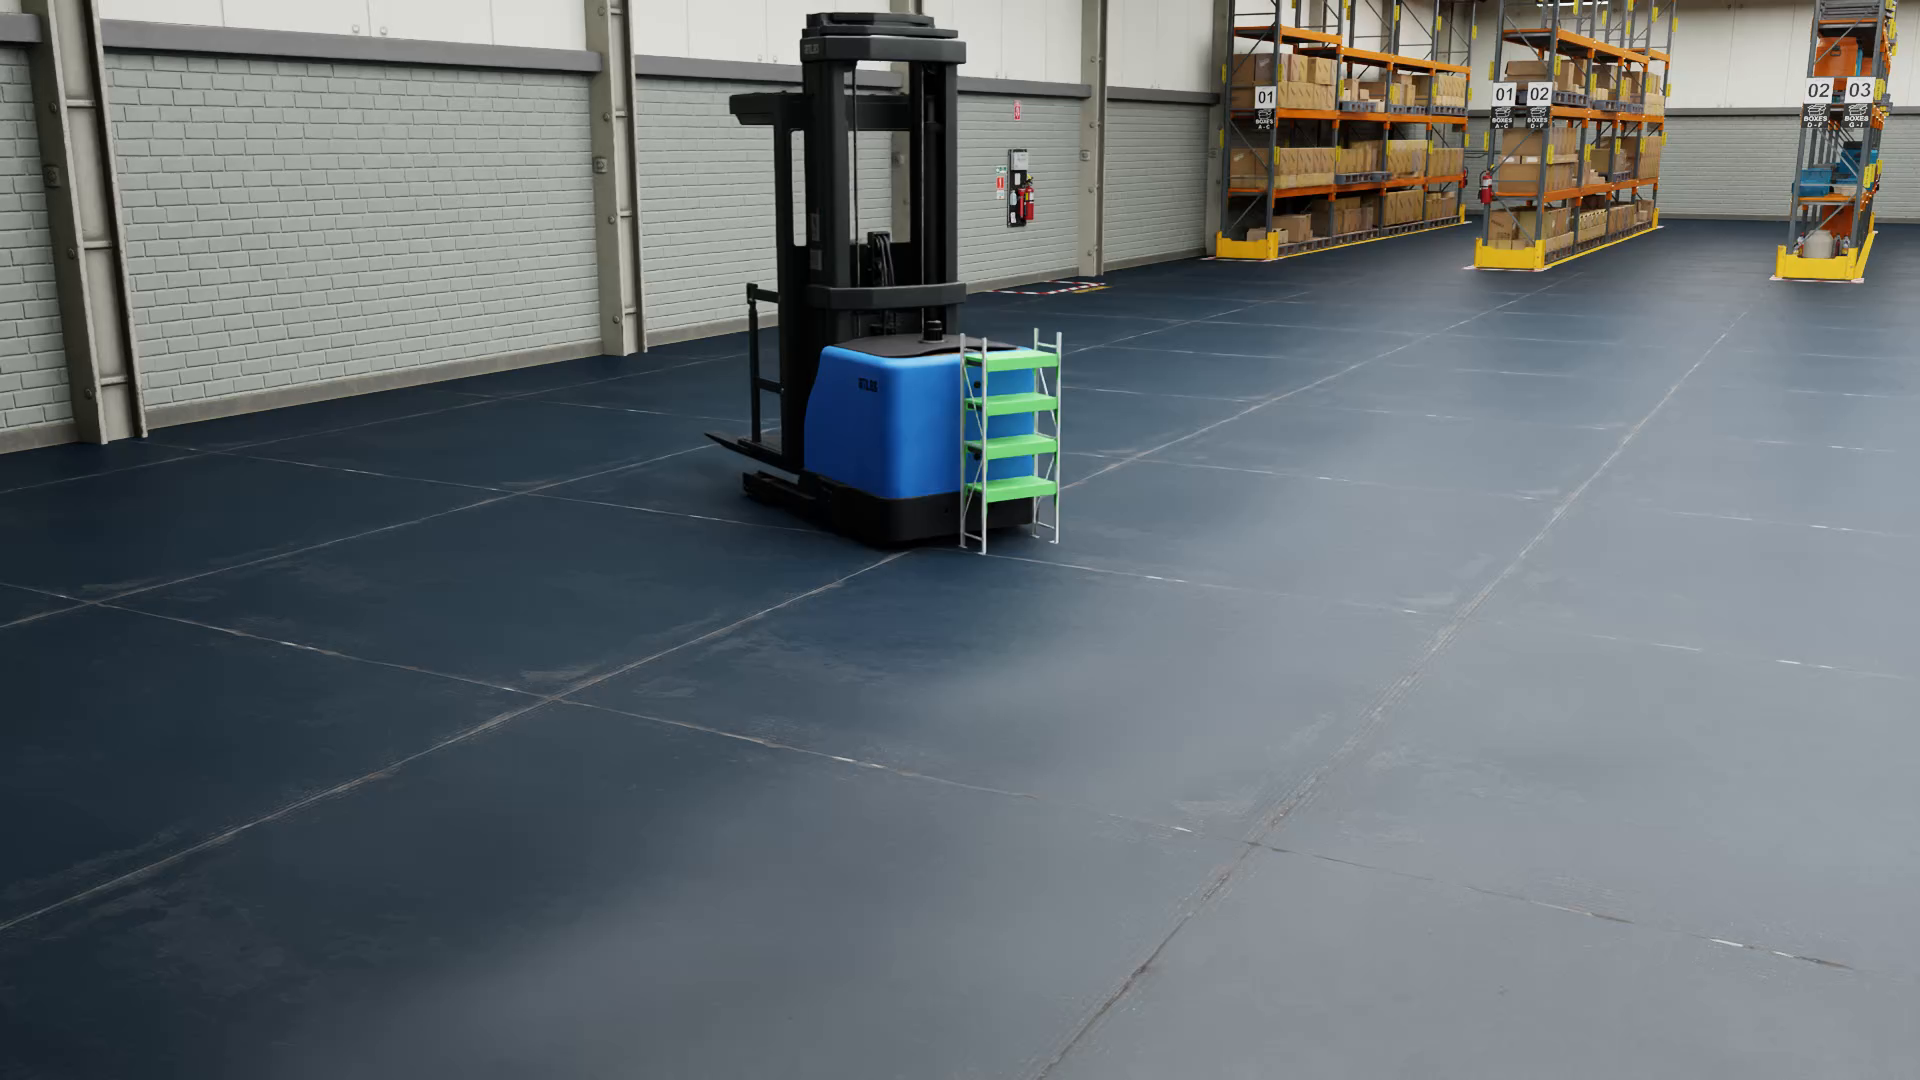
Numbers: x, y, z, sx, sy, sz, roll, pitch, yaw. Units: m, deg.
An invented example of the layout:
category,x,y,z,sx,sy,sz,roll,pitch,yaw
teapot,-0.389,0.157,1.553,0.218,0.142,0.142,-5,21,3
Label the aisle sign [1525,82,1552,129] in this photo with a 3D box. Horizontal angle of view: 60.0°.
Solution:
category,x,y,z,sx,sy,sz,roll,pitch,yaw
aisle sign,10.092,-7.573,29.001,0.394,0.787,0.004,7,15,28

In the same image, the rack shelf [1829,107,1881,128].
category,x,y,z,sx,sy,sz,roll,pitch,yaw
rack shelf,17.090,-8.135,32.013,1.077,0.370,4.000,7,15,28

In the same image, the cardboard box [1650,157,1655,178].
category,x,y,z,sx,sy,sz,roll,pitch,yaw
cardboard box,17.118,-9.358,41.735,0.500,0.500,0.500,8,15,28

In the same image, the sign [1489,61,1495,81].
category,x,y,z,sx,sy,sz,roll,pitch,yaw
sign,9.387,-8.272,29.326,0.100,0.325,0.005,7,15,28

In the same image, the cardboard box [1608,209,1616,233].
category,x,y,z,sx,sy,sz,roll,pitch,yaw
cardboard box,14.193,-7.059,36.808,0.500,0.500,0.500,8,16,30

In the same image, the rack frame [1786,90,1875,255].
category,x,y,z,sx,sy,sz,roll,pitch,yaw
rack frame,14.190,-5.796,27.174,1.000,3.000,0.127,7,15,28

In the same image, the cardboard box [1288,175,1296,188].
category,x,y,z,sx,sy,sz,roll,pitch,yaw
cardboard box,6.270,-7.027,32.560,0.500,0.250,0.500,7,15,26

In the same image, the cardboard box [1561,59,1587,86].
category,x,y,z,sx,sy,sz,roll,pitch,yaw
cardboard box,12.122,-9.255,32.945,0.500,0.500,0.500,8,15,29

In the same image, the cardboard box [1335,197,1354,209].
category,x,y,z,sx,sy,sz,roll,pitch,yaw
cardboard box,8.507,-7.553,37.259,0.500,0.250,0.500,7,15,28

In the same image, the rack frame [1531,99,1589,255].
category,x,y,z,sx,sy,sz,roll,pitch,yaw
rack frame,11.789,-7.178,32.909,1.000,3.000,0.127,7,15,28

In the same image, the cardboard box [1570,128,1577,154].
category,x,y,z,sx,sy,sz,roll,pitch,yaw
cardboard box,11.580,-7.766,32.365,0.700,0.500,0.500,7,15,28

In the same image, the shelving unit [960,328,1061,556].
category,x,y,z,sx,sy,sz,roll,pitch,yaw
shelving unit,0.280,-0.551,9.260,0.503,1.200,0.258,-8,16,-31

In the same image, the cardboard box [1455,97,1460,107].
category,x,y,z,sx,sy,sz,roll,pitch,yaw
cardboard box,12.880,-11.552,43.860,0.500,0.250,0.500,7,15,26

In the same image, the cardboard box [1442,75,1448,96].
category,x,y,z,sx,sy,sz,roll,pitch,yaw
cardboard box,12.151,-11.604,42.475,0.500,0.500,0.500,7,15,27

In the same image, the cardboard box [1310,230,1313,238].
category,x,y,z,sx,sy,sz,roll,pitch,yaw
cardboard box,7.219,-6.462,35.045,0.380,0.166,0.250,5,15,21

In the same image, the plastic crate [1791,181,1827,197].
category,x,y,z,sx,sy,sz,roll,pitch,yaw
plastic crate,14.170,-5.860,27.758,0.499,0.251,0.616,7,15,28

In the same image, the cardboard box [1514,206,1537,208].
category,x,y,z,sx,sy,sz,roll,pitch,yaw
cardboard box,11.056,-6.247,32.418,0.500,0.500,0.500,7,15,28

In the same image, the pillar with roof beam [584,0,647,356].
category,x,y,z,sx,sy,sz,roll,pitch,yaw
pillar with roof beam,0.165,-5.896,14.788,9.100,9.000,0.400,7,15,28

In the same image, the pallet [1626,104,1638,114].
category,x,y,z,sx,sy,sz,roll,pitch,yaw
pallet,14.781,-9.848,37.982,1.213,0.211,1.003,7,15,28

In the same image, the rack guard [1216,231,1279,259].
category,x,y,z,sx,sy,sz,roll,pitch,yaw
rack guard,5.554,-5.719,32.188,1.175,0.500,0.348,7,15,28

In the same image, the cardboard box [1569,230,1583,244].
category,x,y,z,sx,sy,sz,roll,pitch,yaw
cardboard box,12.201,-6.101,33.409,0.500,0.250,0.500,7,15,27

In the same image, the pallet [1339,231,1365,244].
category,x,y,z,sx,sy,sz,roll,pitch,yaw
pallet,8.415,-6.795,37.266,1.003,0.211,1.213,7,15,28

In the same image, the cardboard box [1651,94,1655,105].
category,x,y,z,sx,sy,sz,roll,pitch,yaw
cardboard box,16.601,-10.724,40.468,0.500,0.250,0.500,7,15,28

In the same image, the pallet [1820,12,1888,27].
category,x,y,z,sx,sy,sz,roll,pitch,yaw
pallet,15.160,-8.823,28.187,1.003,0.211,1.213,7,15,28

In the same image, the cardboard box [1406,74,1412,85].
category,x,y,z,sx,sy,sz,roll,pitch,yaw
cardboard box,10.778,-11.300,40.852,0.500,0.250,0.500,9,16,32

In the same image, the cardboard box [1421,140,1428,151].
category,x,y,z,sx,sy,sz,roll,pitch,yaw
cardboard box,11.316,-9.823,41.388,0.500,0.250,0.500,8,16,29

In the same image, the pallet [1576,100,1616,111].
category,x,y,z,sx,sy,sz,roll,pitch,yaw
pallet,12.935,-8.986,34.411,1.003,0.211,1.213,8,16,31

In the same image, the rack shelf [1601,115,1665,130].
category,x,y,z,sx,sy,sz,roll,pitch,yaw
rack shelf,16.623,-10.339,41.152,1.077,0.370,4.000,7,15,28

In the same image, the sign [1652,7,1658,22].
category,x,y,z,sx,sy,sz,roll,pitch,yaw
sign,16.145,-12.206,38.630,0.100,0.325,0.005,7,15,28

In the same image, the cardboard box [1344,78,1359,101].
category,x,y,z,sx,sy,sz,roll,pitch,yaw
cardboard box,8.381,-9.806,36.299,0.500,0.500,0.500,7,15,26

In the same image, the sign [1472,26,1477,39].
category,x,y,z,sx,sy,sz,roll,pitch,yaw
sign,13.720,-13.546,44.357,0.100,0.325,0.005,7,15,28

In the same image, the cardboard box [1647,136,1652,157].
category,x,y,z,sx,sy,sz,roll,pitch,yaw
cardboard box,16.629,-9.631,40.734,0.500,0.500,0.500,7,15,26

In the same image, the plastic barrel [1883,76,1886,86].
category,x,y,z,sx,sy,sz,roll,pitch,yaw
plastic barrel,19.727,-9.801,36.091,0.600,0.588,0.600,0,14,0

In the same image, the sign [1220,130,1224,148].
category,x,y,z,sx,sy,sz,roll,pitch,yaw
sign,5.041,-7.702,31.935,0.100,0.325,0.005,7,15,28

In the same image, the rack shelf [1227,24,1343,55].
category,x,y,z,sx,sy,sz,roll,pitch,yaw
rack shelf,6.484,-9.894,32.914,1.077,0.370,4.000,7,15,28

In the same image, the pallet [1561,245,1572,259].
category,x,y,z,sx,sy,sz,roll,pitch,yaw
pallet,11.368,-5.665,32.579,1.003,0.211,1.213,7,15,28

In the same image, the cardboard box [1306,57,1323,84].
category,x,y,z,sx,sy,sz,roll,pitch,yaw
cardboard box,6.947,-9.386,33.277,0.500,0.500,0.500,7,15,26

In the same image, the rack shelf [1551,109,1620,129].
category,x,y,z,sx,sy,sz,roll,pitch,yaw
rack shelf,12.756,-8.697,34.344,1.077,0.370,4.000,7,15,28

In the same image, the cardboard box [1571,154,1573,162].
category,x,y,z,sx,sy,sz,roll,pitch,yaw
cardboard box,11.600,-7.358,32.056,0.380,0.149,0.250,7,15,26

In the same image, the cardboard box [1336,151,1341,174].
category,x,y,z,sx,sy,sz,roll,pitch,yaw
cardboard box,7.727,-8.102,35.588,0.700,0.500,0.500,7,15,28

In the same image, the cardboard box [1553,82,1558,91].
category,x,y,z,sx,sy,sz,roll,pitch,yaw
cardboard box,10.579,-8.188,30.036,0.380,0.149,0.250,7,15,28

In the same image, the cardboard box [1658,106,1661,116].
category,x,y,z,sx,sy,sz,roll,pitch,yaw
cardboard box,17.321,-10.789,41.806,0.500,0.250,0.500,7,15,28

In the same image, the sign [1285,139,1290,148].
category,x,y,z,sx,sy,sz,roll,pitch,yaw
sign,6.963,-8.364,35.356,0.100,0.325,0.005,7,15,28

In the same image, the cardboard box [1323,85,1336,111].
category,x,y,z,sx,sy,sz,roll,pitch,yaw
cardboard box,7.422,-9.123,34.320,0.500,0.500,0.500,8,16,30

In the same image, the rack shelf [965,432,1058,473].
category,x,y,z,sx,sy,sz,roll,pitch,yaw
rack shelf,0.280,-0.489,9.275,0.480,0.148,0.258,-8,16,-31

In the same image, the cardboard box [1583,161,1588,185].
category,x,y,z,sx,sy,sz,roll,pitch,yaw
cardboard box,12.671,-7.594,34.418,0.500,0.500,0.500,7,15,28

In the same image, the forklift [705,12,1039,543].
category,x,y,z,sx,sy,sz,roll,pitch,yaw
forklift,-0.732,-1.704,10.347,1.130,2.935,3.031,-8,16,-30

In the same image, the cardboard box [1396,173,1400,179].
category,x,y,z,sx,sy,sz,roll,pitch,yaw
cardboard box,10.344,-8.756,39.945,0.380,0.149,0.250,8,16,29

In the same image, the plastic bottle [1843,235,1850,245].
category,x,y,z,sx,sy,sz,roll,pitch,yaw
plastic bottle,15.815,-5.272,29.715,0.144,0.351,0.185,7,15,28

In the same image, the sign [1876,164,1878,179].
category,x,y,z,sx,sy,sz,roll,pitch,yaw
sign,18.542,-7.456,33.711,0.100,0.325,0.005,7,15,28

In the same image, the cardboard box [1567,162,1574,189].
category,x,y,z,sx,sy,sz,roll,pitch,yaw
cardboard box,11.580,-7.135,32.517,0.700,0.500,0.500,7,15,27

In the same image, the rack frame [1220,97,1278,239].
category,x,y,z,sx,sy,sz,roll,pitch,yaw
rack frame,5.517,-6.918,31.830,1.000,3.000,0.127,7,15,28

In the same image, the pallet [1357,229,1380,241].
category,x,y,z,sx,sy,sz,roll,pitch,yaw
pallet,9.006,-7.044,38.301,1.003,0.211,1.213,7,15,28
